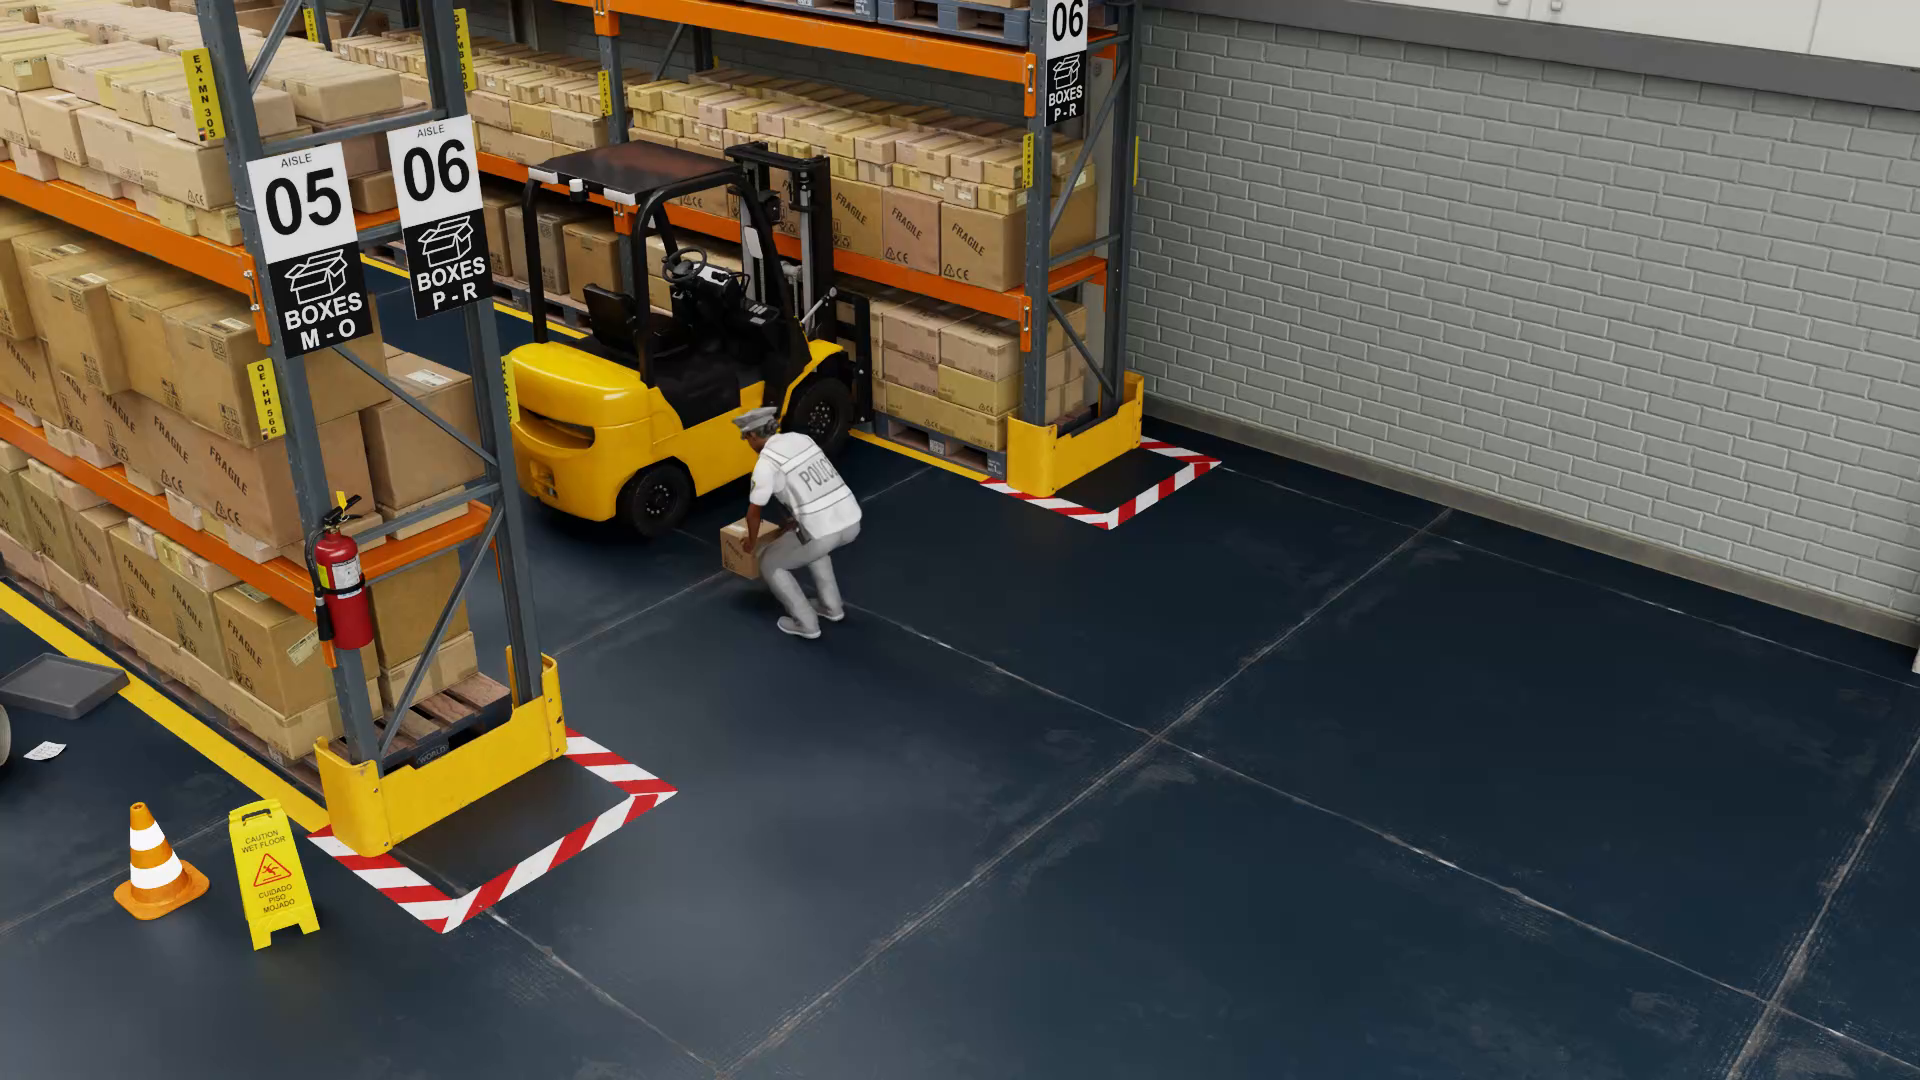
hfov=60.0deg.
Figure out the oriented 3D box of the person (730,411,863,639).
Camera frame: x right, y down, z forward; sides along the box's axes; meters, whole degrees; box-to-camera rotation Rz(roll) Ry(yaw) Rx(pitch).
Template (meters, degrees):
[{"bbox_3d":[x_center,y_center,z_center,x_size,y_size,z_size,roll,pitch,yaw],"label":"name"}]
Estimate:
[{"bbox_3d":[-0.922,-0.084,9.237,0.777,1.249,0.496,21,34,34],"label":"person"}]
